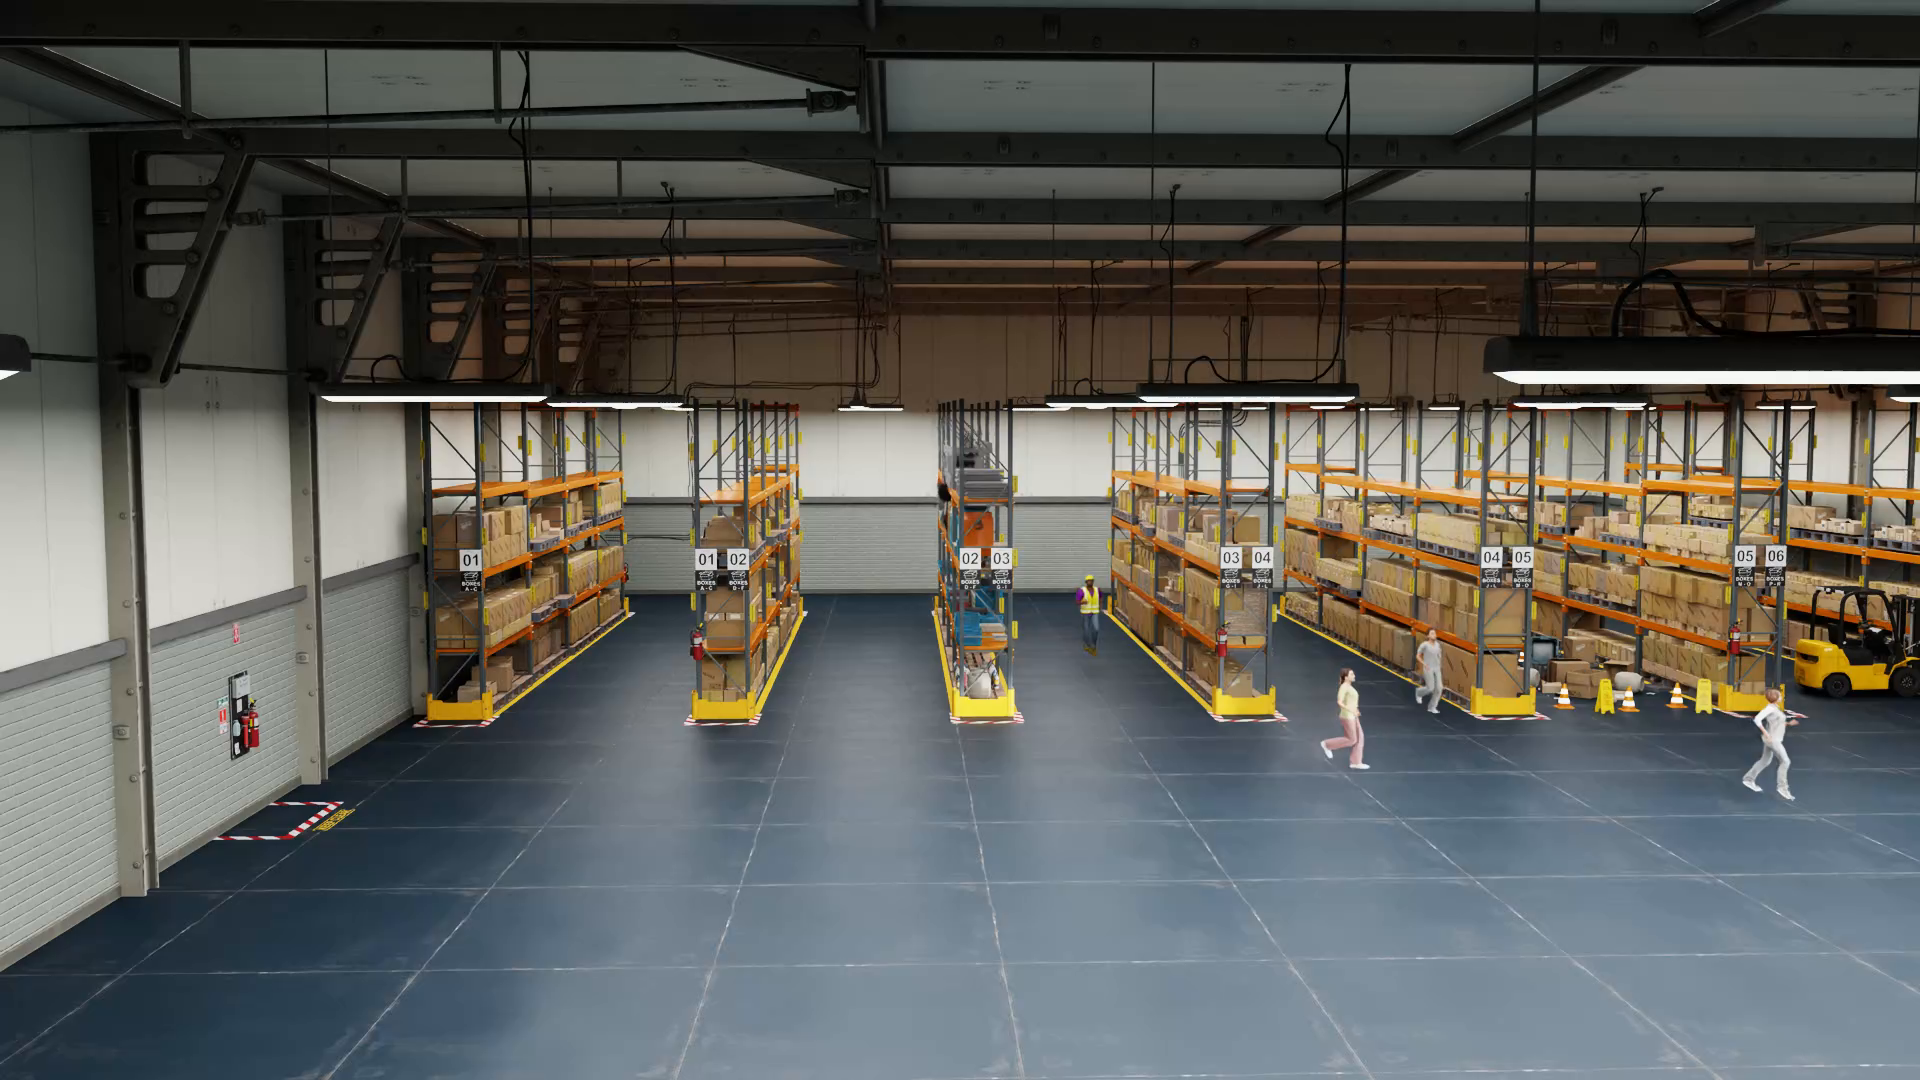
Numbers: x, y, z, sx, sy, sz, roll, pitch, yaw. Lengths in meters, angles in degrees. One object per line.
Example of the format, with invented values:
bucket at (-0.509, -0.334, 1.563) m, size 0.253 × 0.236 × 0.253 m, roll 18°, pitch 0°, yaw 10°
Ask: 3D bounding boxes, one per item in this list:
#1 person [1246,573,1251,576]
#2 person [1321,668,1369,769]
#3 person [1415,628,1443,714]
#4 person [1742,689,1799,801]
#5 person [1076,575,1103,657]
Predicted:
person at (8.053, 1.283, 47.924) m, size 0.668 × 1.611 × 0.859 m, roll 2°, pitch 5°, yaw 23°
person at (6.245, 2.869, 26.846) m, size 0.762 × 1.637 × 0.579 m, roll 2°, pitch 5°, yaw 24°
person at (9.036, 2.494, 31.907) m, size 0.557 × 1.618 × 0.646 m, roll -1°, pitch 5°, yaw -18°
person at (12.096, 3.032, 24.806) m, size 0.737 × 1.643 × 0.510 m, roll 2°, pitch 5°, yaw 27°
person at (2.960, 1.720, 37.682) m, size 0.677 × 1.856 × 0.679 m, roll -1°, pitch 4°, yaw -9°
